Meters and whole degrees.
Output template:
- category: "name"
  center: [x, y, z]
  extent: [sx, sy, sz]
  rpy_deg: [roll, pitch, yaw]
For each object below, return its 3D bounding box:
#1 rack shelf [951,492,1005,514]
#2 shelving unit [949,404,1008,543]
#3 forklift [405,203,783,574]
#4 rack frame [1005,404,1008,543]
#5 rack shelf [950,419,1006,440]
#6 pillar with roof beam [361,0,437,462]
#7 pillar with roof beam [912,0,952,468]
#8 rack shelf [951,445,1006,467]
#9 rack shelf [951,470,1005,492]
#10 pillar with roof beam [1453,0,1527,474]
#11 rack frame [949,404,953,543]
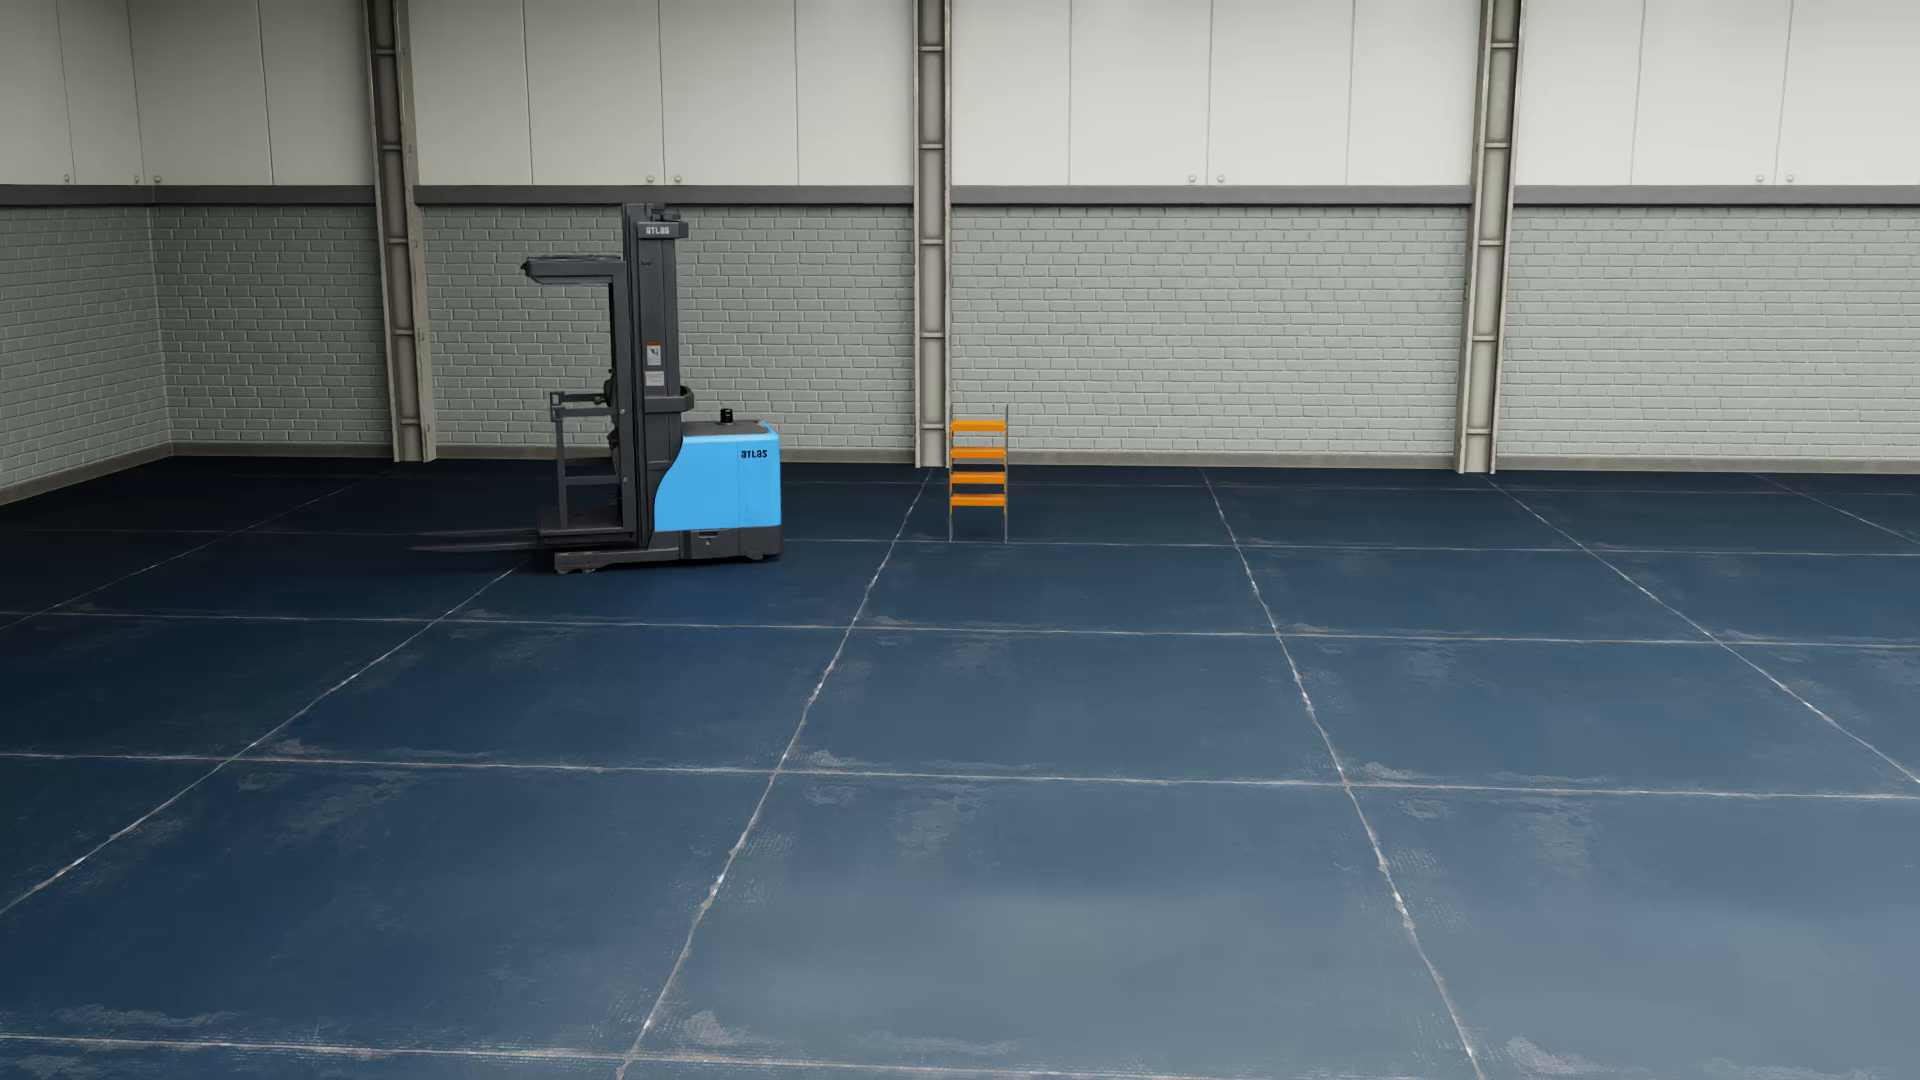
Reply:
- category: "rack shelf"
  center: [0.165, -0.325, 14.689]
  extent: [0.480, 0.148, 0.258]
  rpy_deg: [1, 12, 4]
- category: "shelving unit"
  center: [0.165, -0.585, 14.634]
  extent: [0.503, 1.200, 0.258]
  rpy_deg: [1, 12, 4]
- category: "forklift"
  center: [-3.057, -1.281, 13.734]
  extent: [3.031, 2.935, 1.130]
  rpy_deg: [-3, 12, -13]
- category: "rack frame"
  center: [0.409, -0.582, 14.618]
  extent: [0.015, 1.200, 0.240]
  rpy_deg: [1, 12, 4]
- category: "rack shelf"
  center: [0.165, -0.970, 14.554]
  extent: [0.480, 0.148, 0.258]
  rpy_deg: [1, 12, 4]
- category: "pillar with roof beam"
  center: [-6.572, -4.452, 14.073]
  extent: [0.400, 9.000, 9.100]
  rpy_deg: [1, 12, 4]
- category: "pillar with roof beam"
  center: [-0.585, -4.370, 13.681]
  extent: [0.400, 9.000, 9.100]
  rpy_deg: [1, 12, 4]
- category: "rack shelf"
  center: [0.165, -0.738, 14.602]
  extent: [0.480, 0.148, 0.258]
  rpy_deg: [1, 12, 4]
- category: "rack shelf"
  center: [0.165, -0.519, 14.648]
  extent: [0.480, 0.148, 0.258]
  rpy_deg: [1, 12, 4]
- category: "pillar with roof beam"
  center: [5.402, -4.288, 13.288]
  extent: [0.400, 9.000, 9.100]
  rpy_deg: [1, 12, 4]
- category: "rack frame"
  center: [-0.078, -0.588, 14.650]
  extent: [0.015, 1.200, 0.240]
  rpy_deg: [1, 12, 4]
